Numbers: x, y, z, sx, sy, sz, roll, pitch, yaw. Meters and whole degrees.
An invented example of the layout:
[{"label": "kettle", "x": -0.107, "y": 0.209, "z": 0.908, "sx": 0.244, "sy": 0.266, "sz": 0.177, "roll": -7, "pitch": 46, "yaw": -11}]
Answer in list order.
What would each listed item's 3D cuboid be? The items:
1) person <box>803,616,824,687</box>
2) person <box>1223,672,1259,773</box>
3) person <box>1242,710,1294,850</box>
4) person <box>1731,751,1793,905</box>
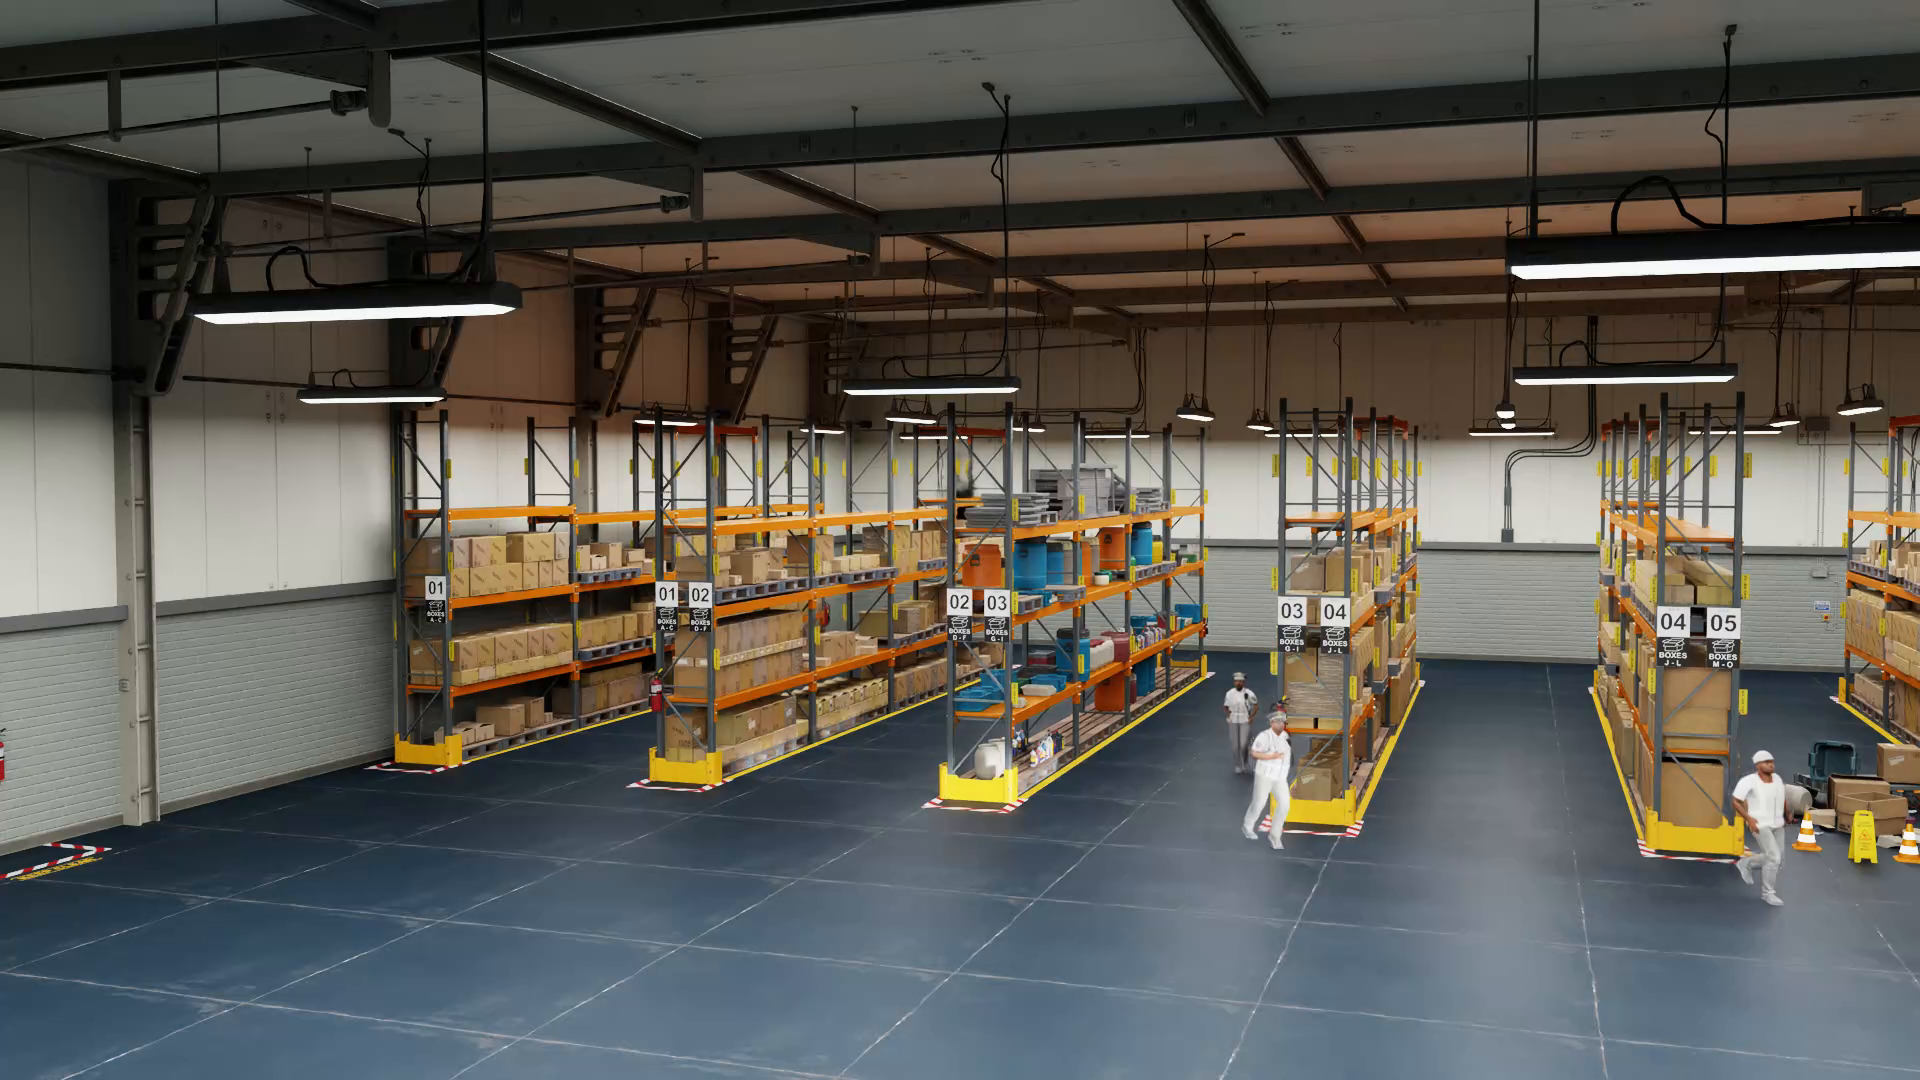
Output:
[{"label": "person", "x": -3.327, "y": 2.551, "z": 36.827, "sx": 0.722, "sy": 1.746, "sz": 0.614, "roll": 1, "pitch": 3, "yaw": 14}, {"label": "person", "x": 4.569, "y": 2.994, "z": 27.181, "sx": 0.564, "sy": 1.658, "sz": 0.558, "roll": 1, "pitch": 3, "yaw": 18}, {"label": "person", "x": 4.150, "y": 3.185, "z": 22.143, "sx": 0.659, "sy": 1.853, "sz": 0.774, "roll": -1, "pitch": 3, "yaw": -23}, {"label": "person", "x": 9.326, "y": 3.312, "z": 19.335, "sx": 0.692, "sy": 1.747, "sz": 0.700, "roll": -1, "pitch": 3, "yaw": -19}]
